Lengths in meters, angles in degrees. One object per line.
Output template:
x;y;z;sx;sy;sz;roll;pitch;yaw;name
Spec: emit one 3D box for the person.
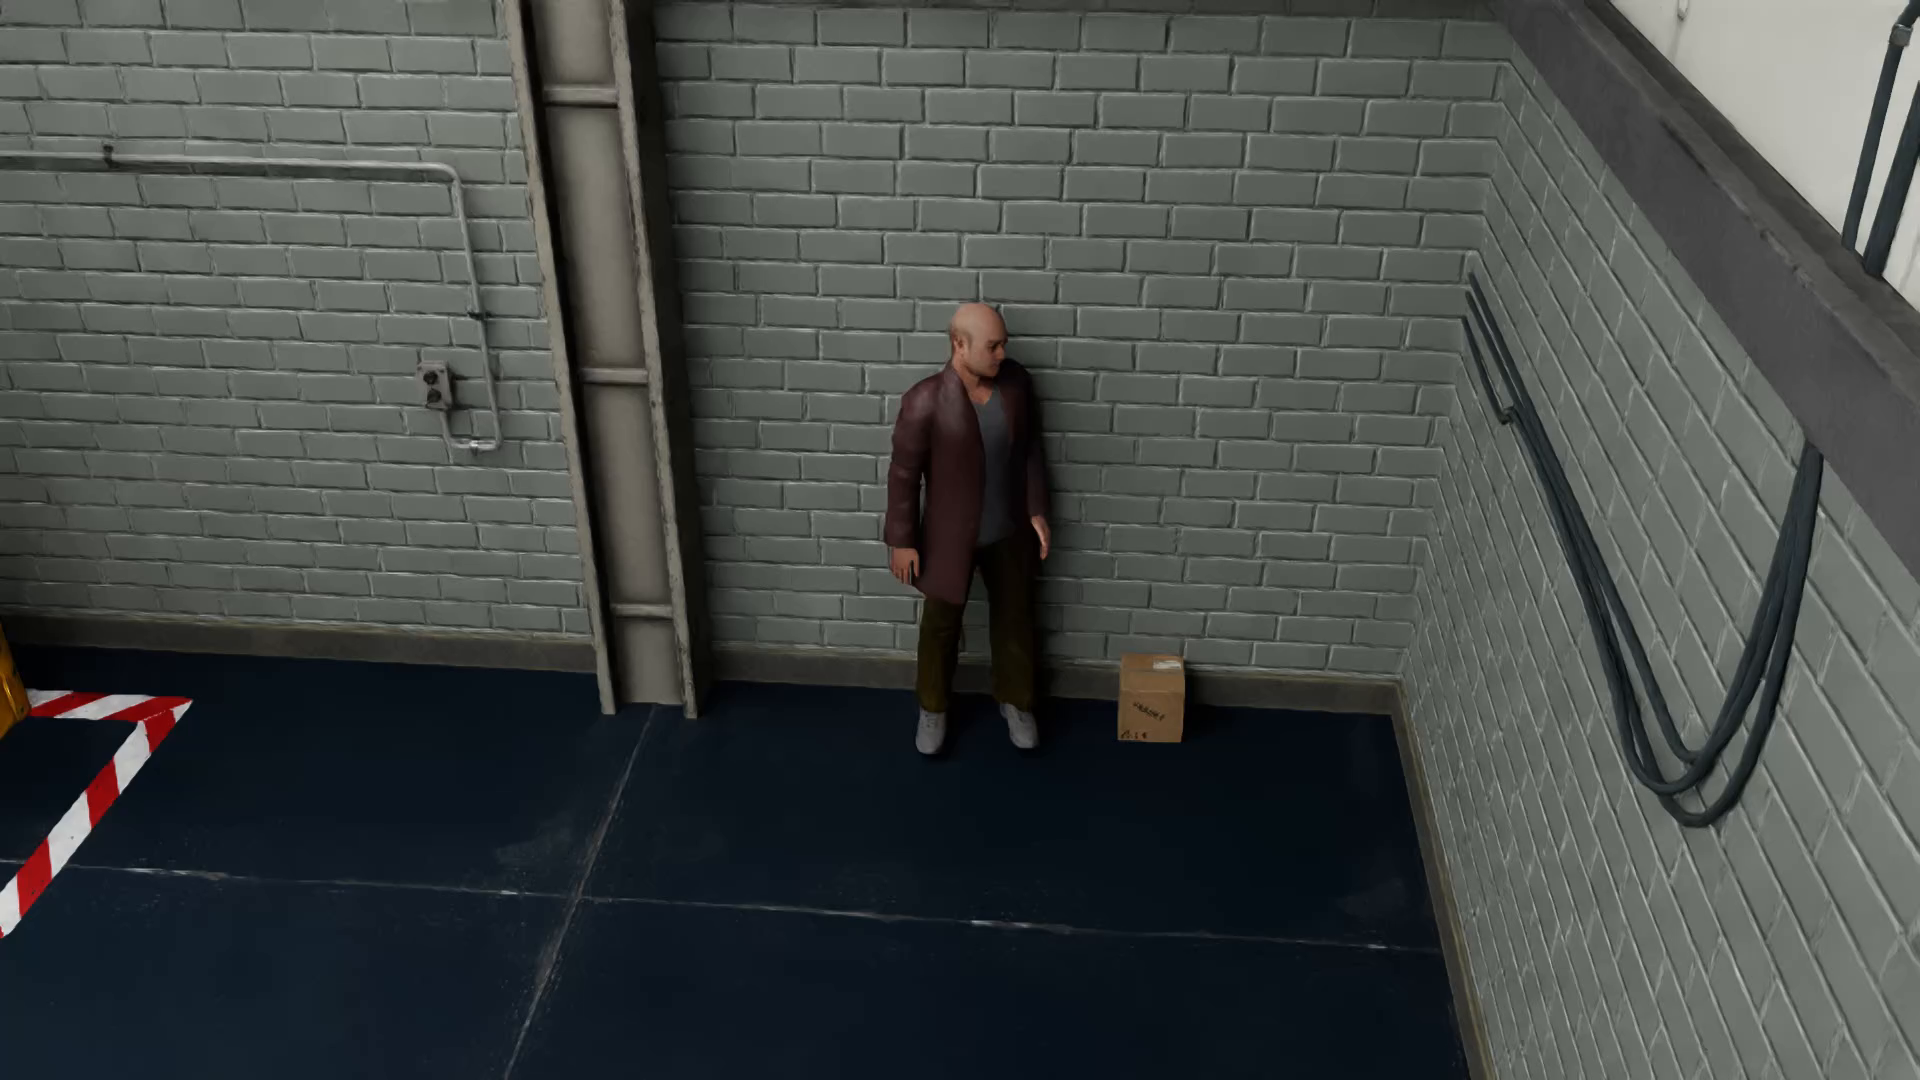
0.065;0.001;6.098;0.634;1.787;0.535;-16;35;-25;person
